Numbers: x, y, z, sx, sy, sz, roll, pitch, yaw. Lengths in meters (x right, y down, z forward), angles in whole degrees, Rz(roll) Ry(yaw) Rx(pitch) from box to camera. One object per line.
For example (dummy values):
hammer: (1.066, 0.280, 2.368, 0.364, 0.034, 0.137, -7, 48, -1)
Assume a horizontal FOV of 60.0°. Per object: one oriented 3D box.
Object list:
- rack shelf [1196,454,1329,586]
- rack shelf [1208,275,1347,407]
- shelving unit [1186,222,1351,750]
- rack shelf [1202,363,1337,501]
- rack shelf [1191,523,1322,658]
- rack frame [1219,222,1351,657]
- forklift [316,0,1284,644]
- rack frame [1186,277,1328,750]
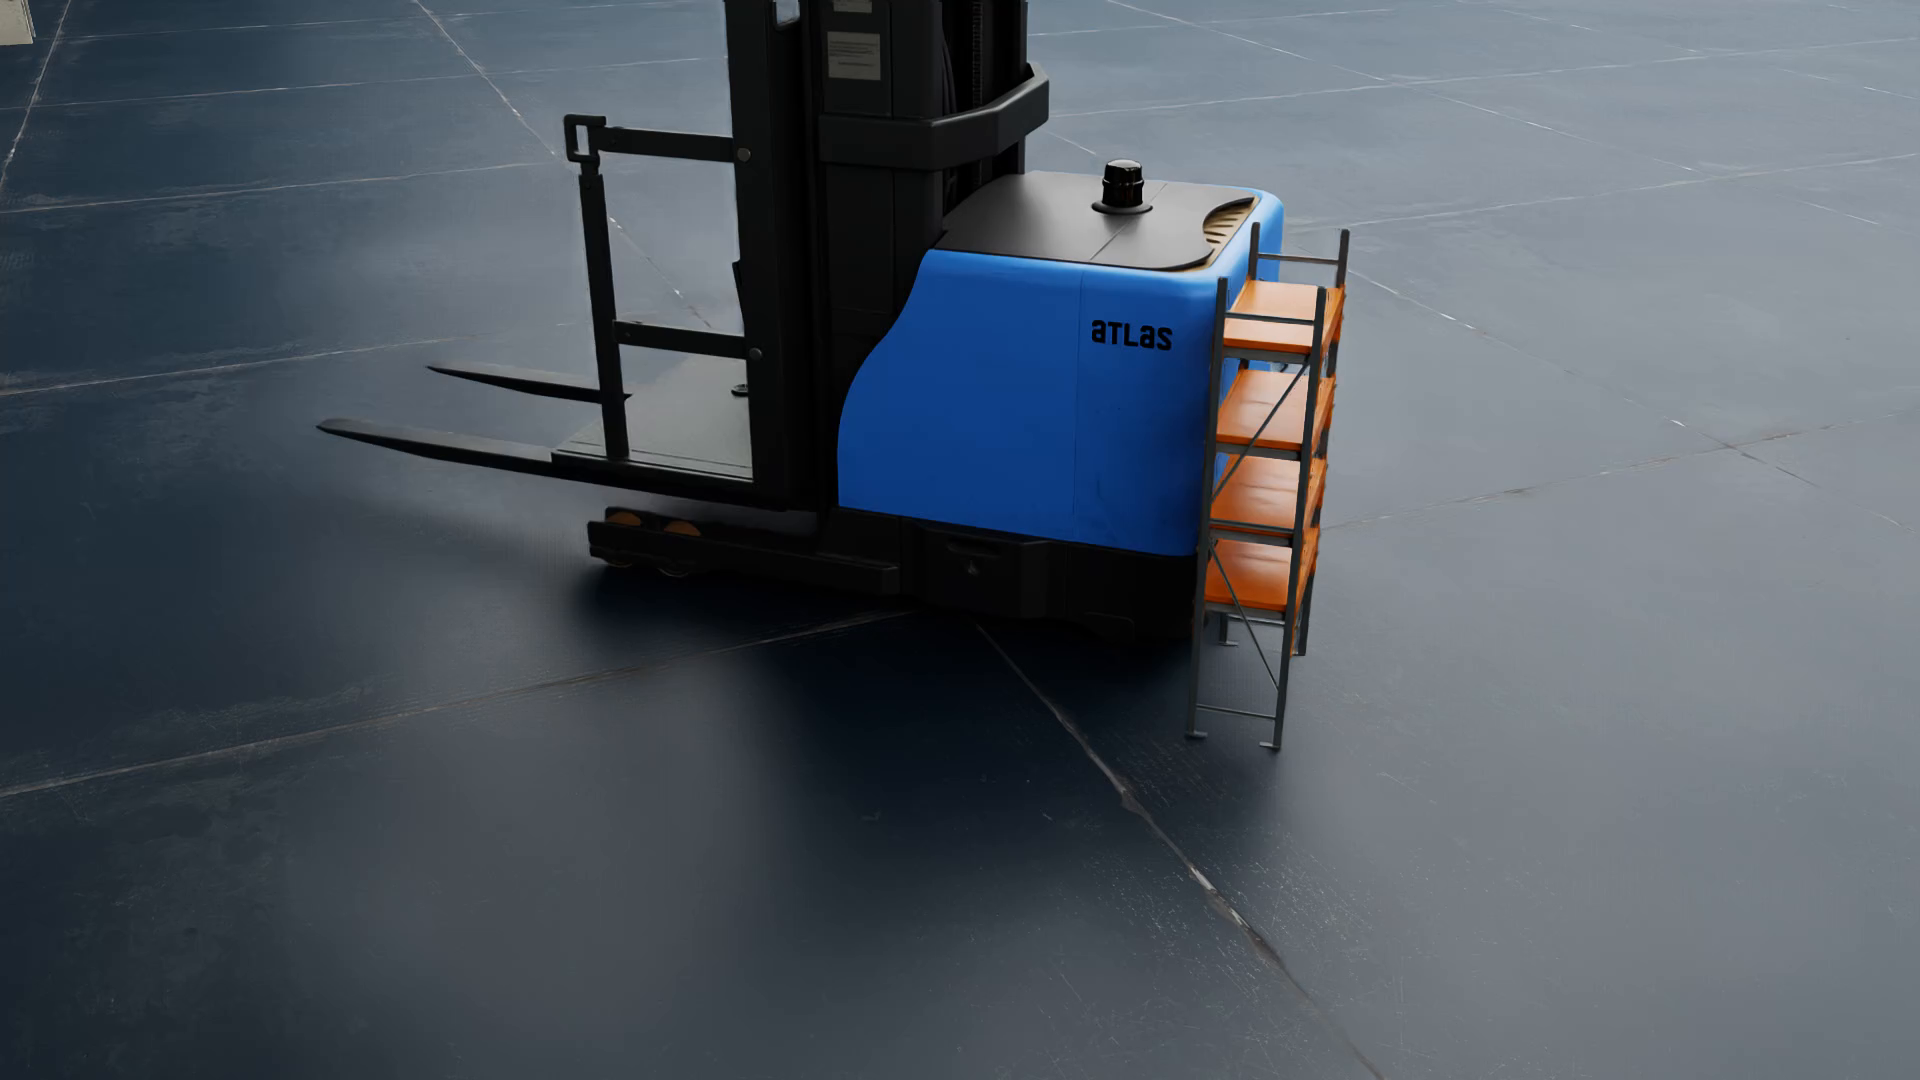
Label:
rack shelf: (0.766, -0.072, 4.184, 0.258, 0.148, 0.480, 8, 27, 16)
rack shelf: (0.766, -0.486, 3.982, 0.258, 0.148, 0.480, 8, 27, 16)
shelving unit: (0.766, -0.133, 4.154, 0.258, 1.200, 0.503, 8, 27, 16)
rack shelf: (0.766, -0.273, 4.085, 0.258, 0.148, 0.480, 8, 27, 16)
rack shelf: (0.766, 0.106, 4.271, 0.258, 0.148, 0.480, 8, 27, 16)
rack frame: (0.840, -0.235, 4.363, 0.240, 1.200, 0.015, 8, 27, 16)
forklift: (-0.602, -1.411, 4.799, 3.031, 2.935, 1.130, 9, 27, 17)
rack frame: (0.692, -0.031, 3.945, 0.240, 1.200, 0.015, 8, 27, 16)
